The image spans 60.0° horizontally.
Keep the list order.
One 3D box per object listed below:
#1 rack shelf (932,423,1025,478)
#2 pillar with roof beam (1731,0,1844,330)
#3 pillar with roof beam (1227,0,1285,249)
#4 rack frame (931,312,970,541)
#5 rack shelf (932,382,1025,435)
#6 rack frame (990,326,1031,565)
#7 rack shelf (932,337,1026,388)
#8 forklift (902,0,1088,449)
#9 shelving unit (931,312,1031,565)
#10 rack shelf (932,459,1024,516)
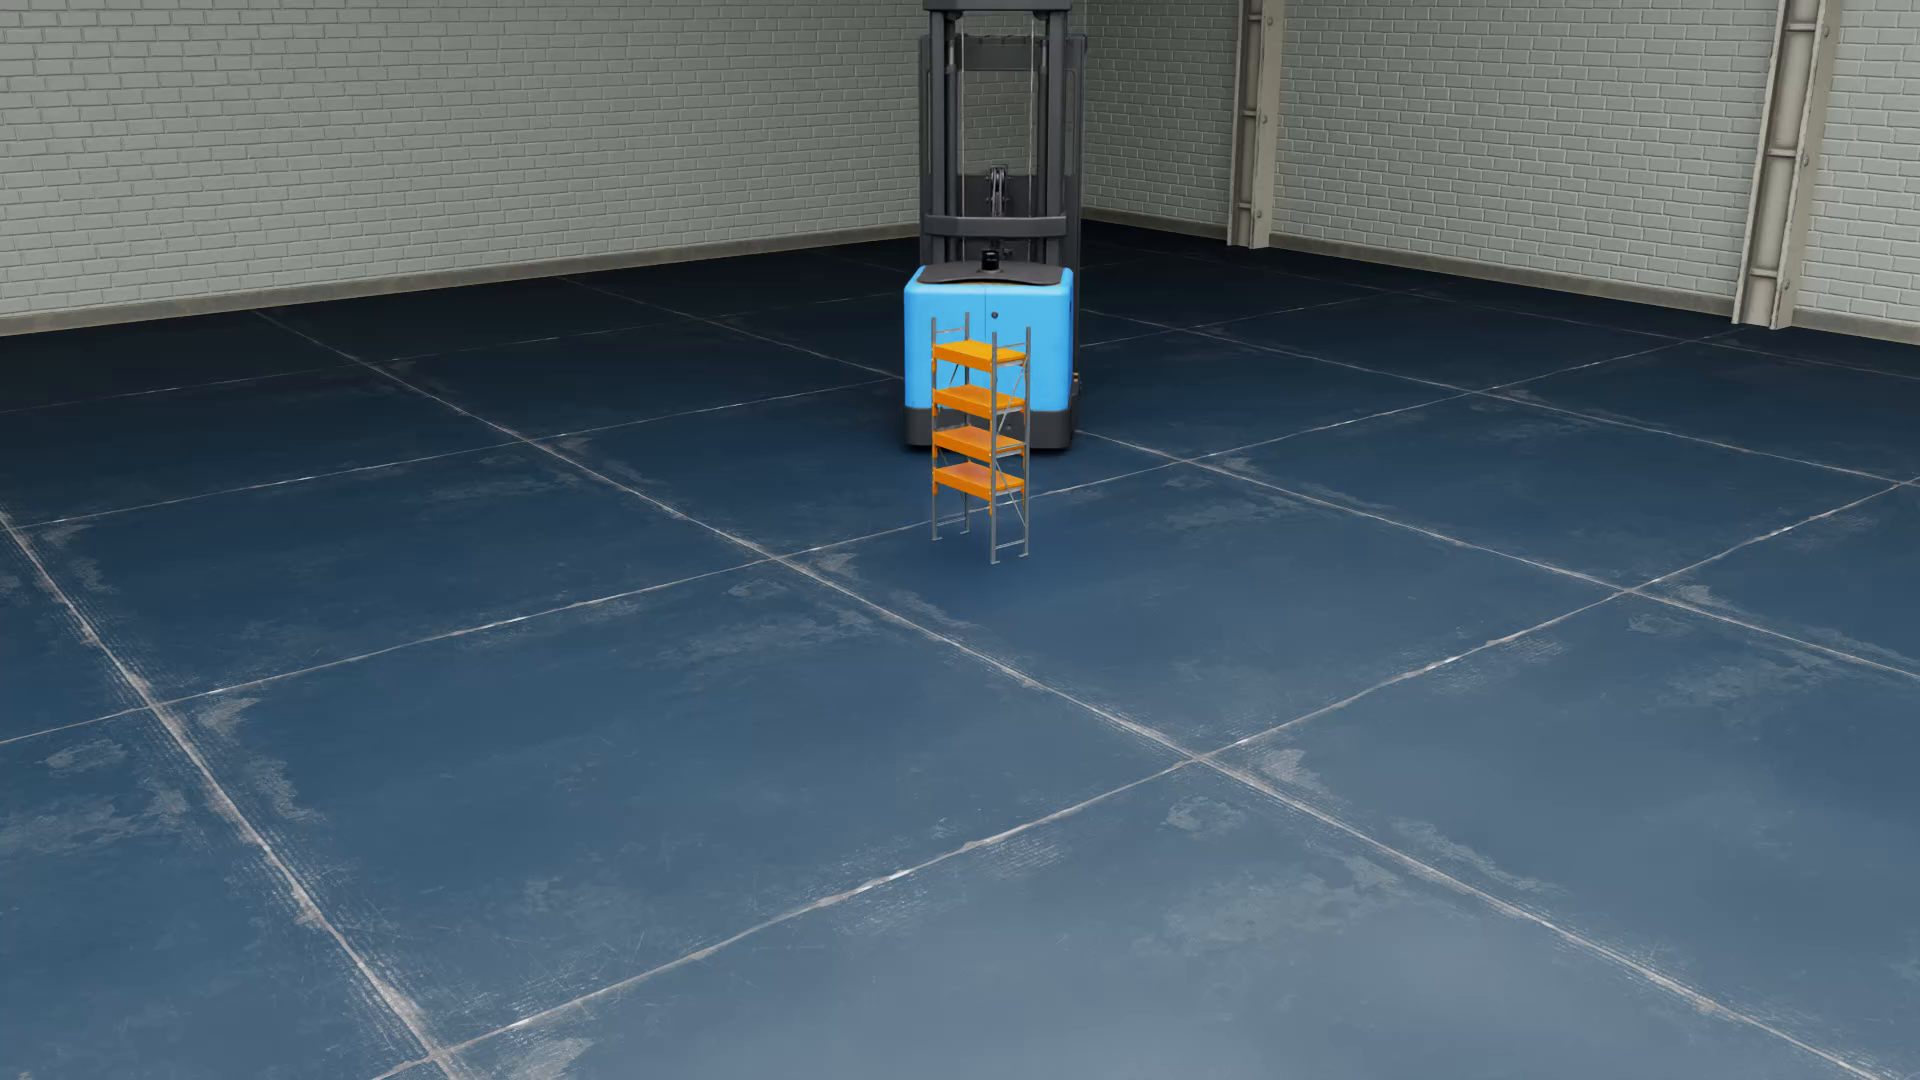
[{"bbox_3d":[0.103,-0.465,8.572,0.258,0.148,0.480,-14,23,-36],"label":"rack shelf"},{"bbox_3d":[3.653,-5.324,10.626,9.100,9.000,0.400,-14,23,-36],"label":"pillar with roof beam"},{"bbox_3d":[-0.072,-6.803,15.091,9.100,9.000,0.400,-14,23,-36],"label":"pillar with roof beam"},{"bbox_3d":[-0.049,-0.589,8.732,0.240,1.200,0.015,-14,23,-36],"label":"rack frame"},{"bbox_3d":[0.103,-0.677,8.502,0.258,0.148,0.480,-14,23,-36],"label":"rack shelf"},{"bbox_3d":[0.254,-0.469,8.369,0.240,1.200,0.015,-14,23,-36],"label":"rack frame"},{"bbox_3d":[0.103,-0.902,8.427,0.258,0.148,0.480,-14,23,-36],"label":"rack shelf"},{"bbox_3d":[0.294,-2.376,11.376,1.130,2.935,3.031,2,18,5],"label":"forklift"},{"bbox_3d":[0.103,-0.529,8.551,0.258,1.200,0.503,-14,23,-36],"label":"shelving unit"},{"bbox_3d":[0.103,-0.276,8.634,0.258,0.148,0.480,-14,23,-36],"label":"rack shelf"}]
